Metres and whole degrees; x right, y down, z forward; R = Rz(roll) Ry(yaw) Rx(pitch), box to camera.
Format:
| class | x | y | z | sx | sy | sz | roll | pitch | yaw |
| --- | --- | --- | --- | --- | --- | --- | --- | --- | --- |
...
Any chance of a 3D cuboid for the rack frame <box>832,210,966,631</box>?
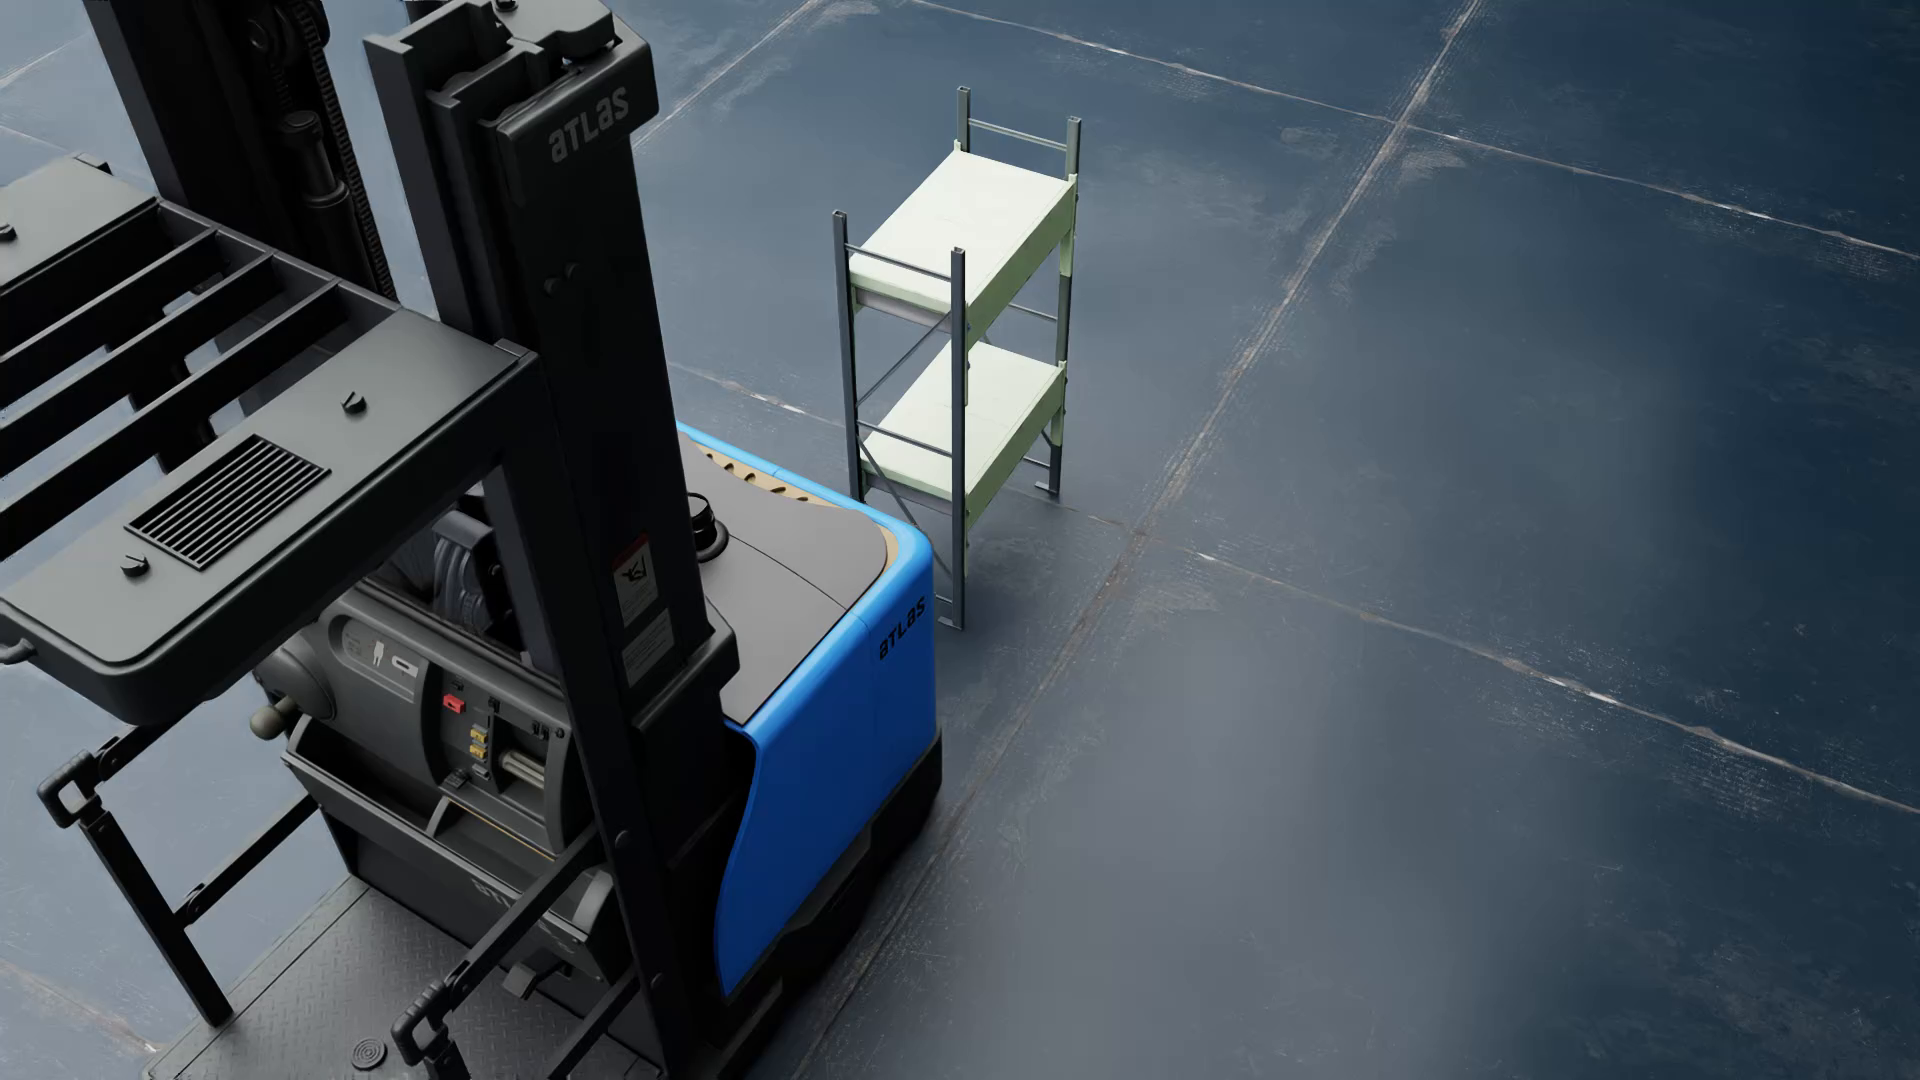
| class | x | y | z | sx | sy | sz | roll | pitch | yaw |
| --- | --- | --- | --- | --- | --- | --- | --- | --- | --- |
| rack frame | -0.167 | -0.301 | 4.993 | 0.400 | 1.500 | 0.023 | 20 | 49 | 19 |

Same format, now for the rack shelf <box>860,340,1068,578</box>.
| class | x | y | z | sx | sy | sz | roll | pitch | yaw |
| --- | --- | --- | --- | --- | --- | --- | --- | --- | --- |
| rack shelf | 0.003 | -0.302 | 5.453 | 0.431 | 0.370 | 0.720 | 20 | 49 | 19 |

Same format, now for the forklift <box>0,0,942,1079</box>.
| class | x | y | z | sx | sy | sz | roll | pitch | yaw |
| --- | --- | --- | --- | --- | --- | --- | --- | --- | --- |
| forklift | -1.261 | 0.420 | 3.274 | 1.130 | 2.935 | 3.031 | 24 | 50 | 22 |

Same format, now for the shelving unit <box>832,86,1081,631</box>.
| class | x | y | z | sx | sy | sz | roll | pitch | yaw |
| --- | --- | --- | --- | --- | --- | --- | --- | --- | --- |
| shelving unit | 0.003 | -0.531 | 5.221 | 0.431 | 1.500 | 0.755 | 20 | 49 | 19 |

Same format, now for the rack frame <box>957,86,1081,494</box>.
| class | x | y | z | sx | sy | sz | roll | pitch | yaw |
| --- | --- | --- | --- | --- | --- | --- | --- | --- | --- |
| rack frame | 0.173 | -0.762 | 5.449 | 0.400 | 1.500 | 0.023 | 20 | 49 | 19 |

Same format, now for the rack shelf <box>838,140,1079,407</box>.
| class | x | y | z | sx | sy | sz | roll | pitch | yaw |
| --- | --- | --- | --- | --- | --- | --- | --- | --- | --- |
| rack shelf | 0.003 | -0.806 | 4.943 | 0.431 | 0.370 | 0.720 | 20 | 49 | 19 |
